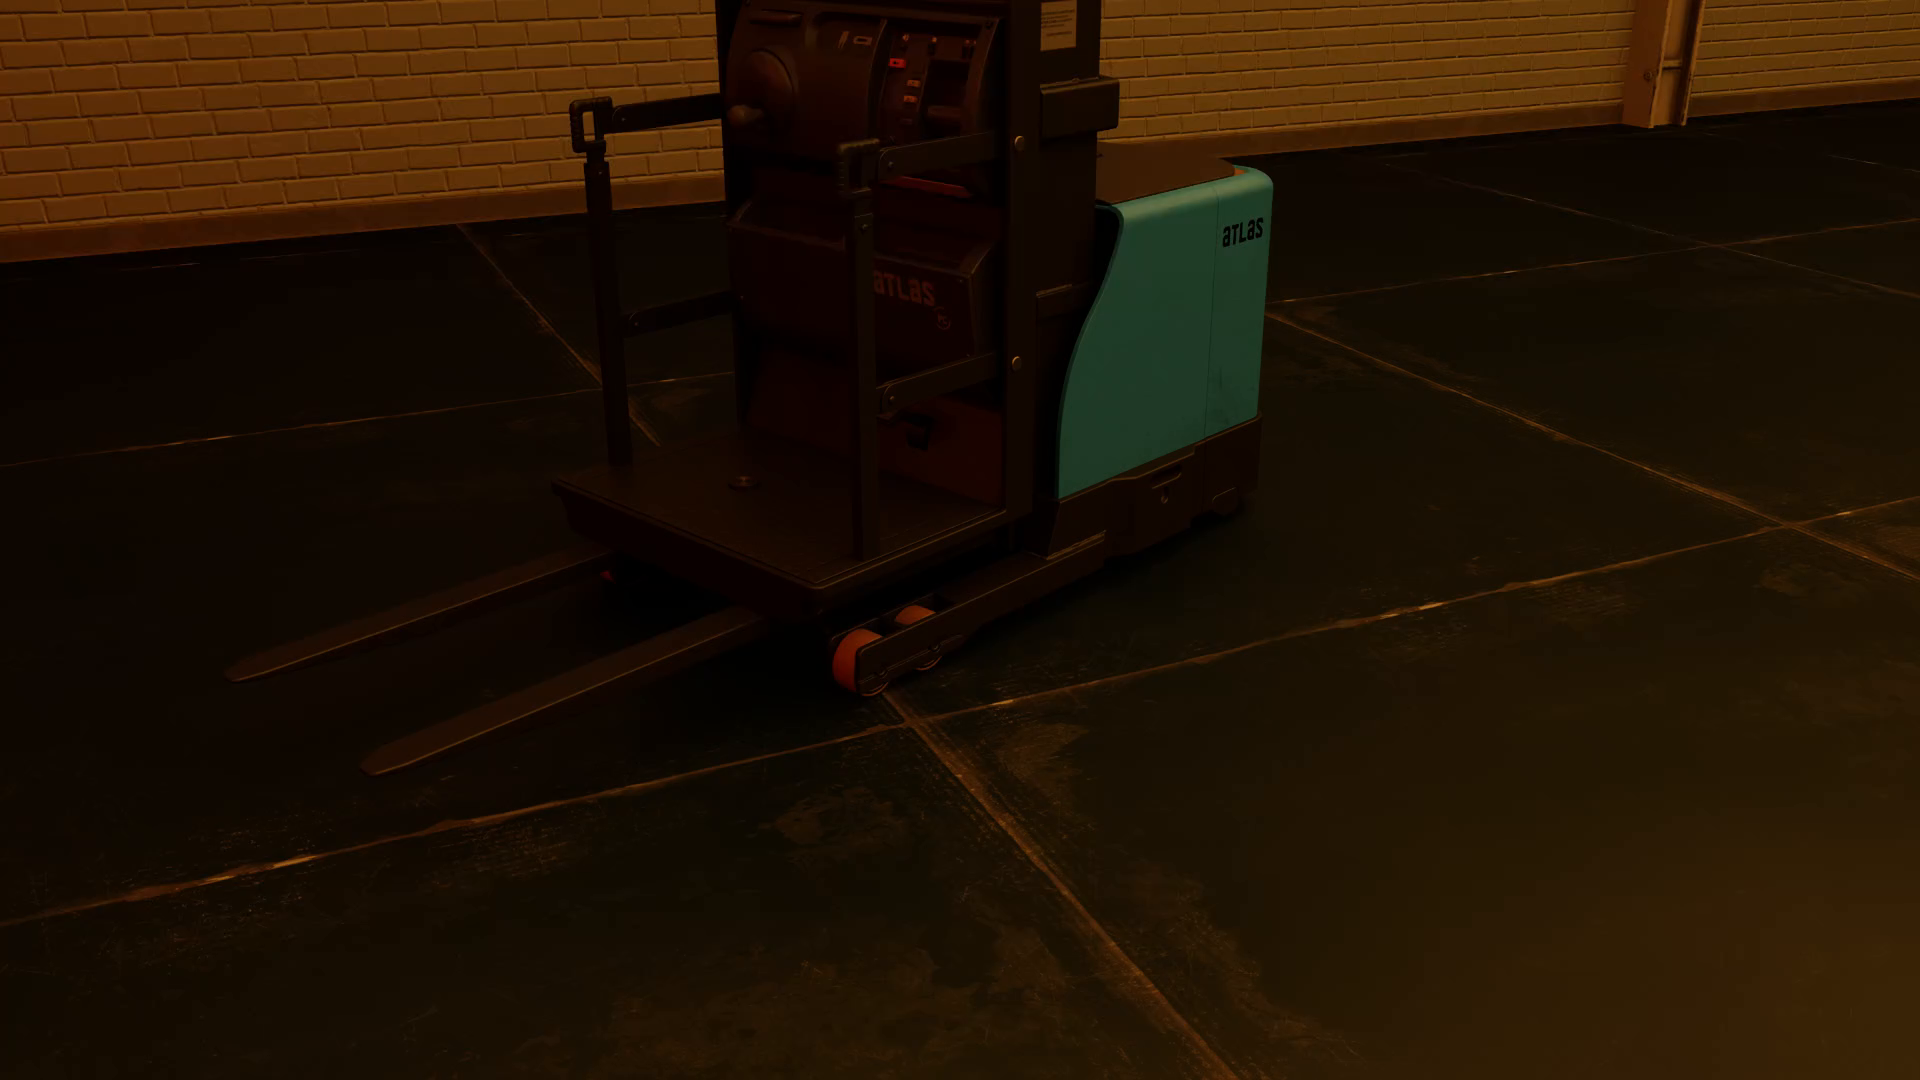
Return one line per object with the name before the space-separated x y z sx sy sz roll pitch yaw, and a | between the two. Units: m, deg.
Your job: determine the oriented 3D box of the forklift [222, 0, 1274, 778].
forklift | -0.413 -1.182 4.131 1.130 2.935 3.031 19 29 39
